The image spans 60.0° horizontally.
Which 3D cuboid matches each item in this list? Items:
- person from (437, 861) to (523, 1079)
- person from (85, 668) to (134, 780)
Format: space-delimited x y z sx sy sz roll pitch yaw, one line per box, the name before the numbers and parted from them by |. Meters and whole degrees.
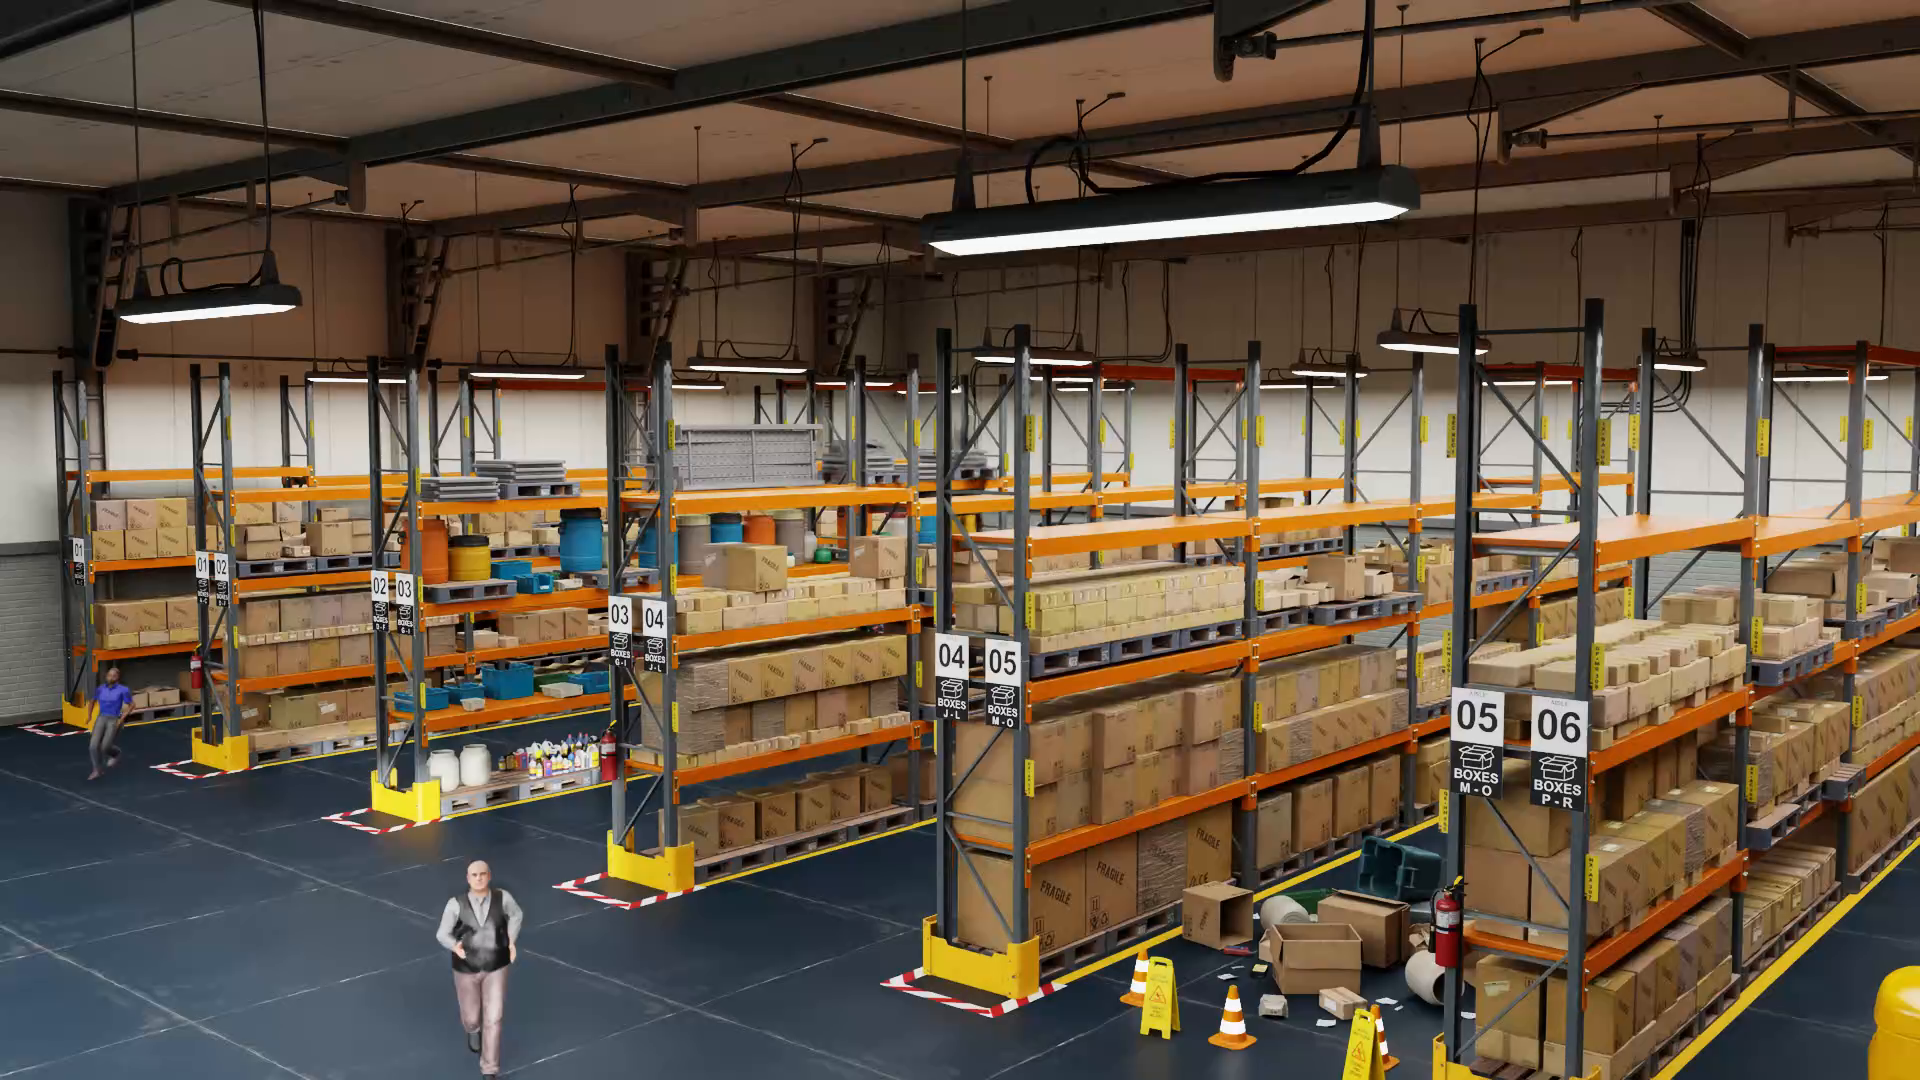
person | -3.746 3.362 13.020 0.661 1.717 0.936 -1 4 -18
person | -12.311 2.642 24.123 0.619 1.599 0.554 0 4 -2
